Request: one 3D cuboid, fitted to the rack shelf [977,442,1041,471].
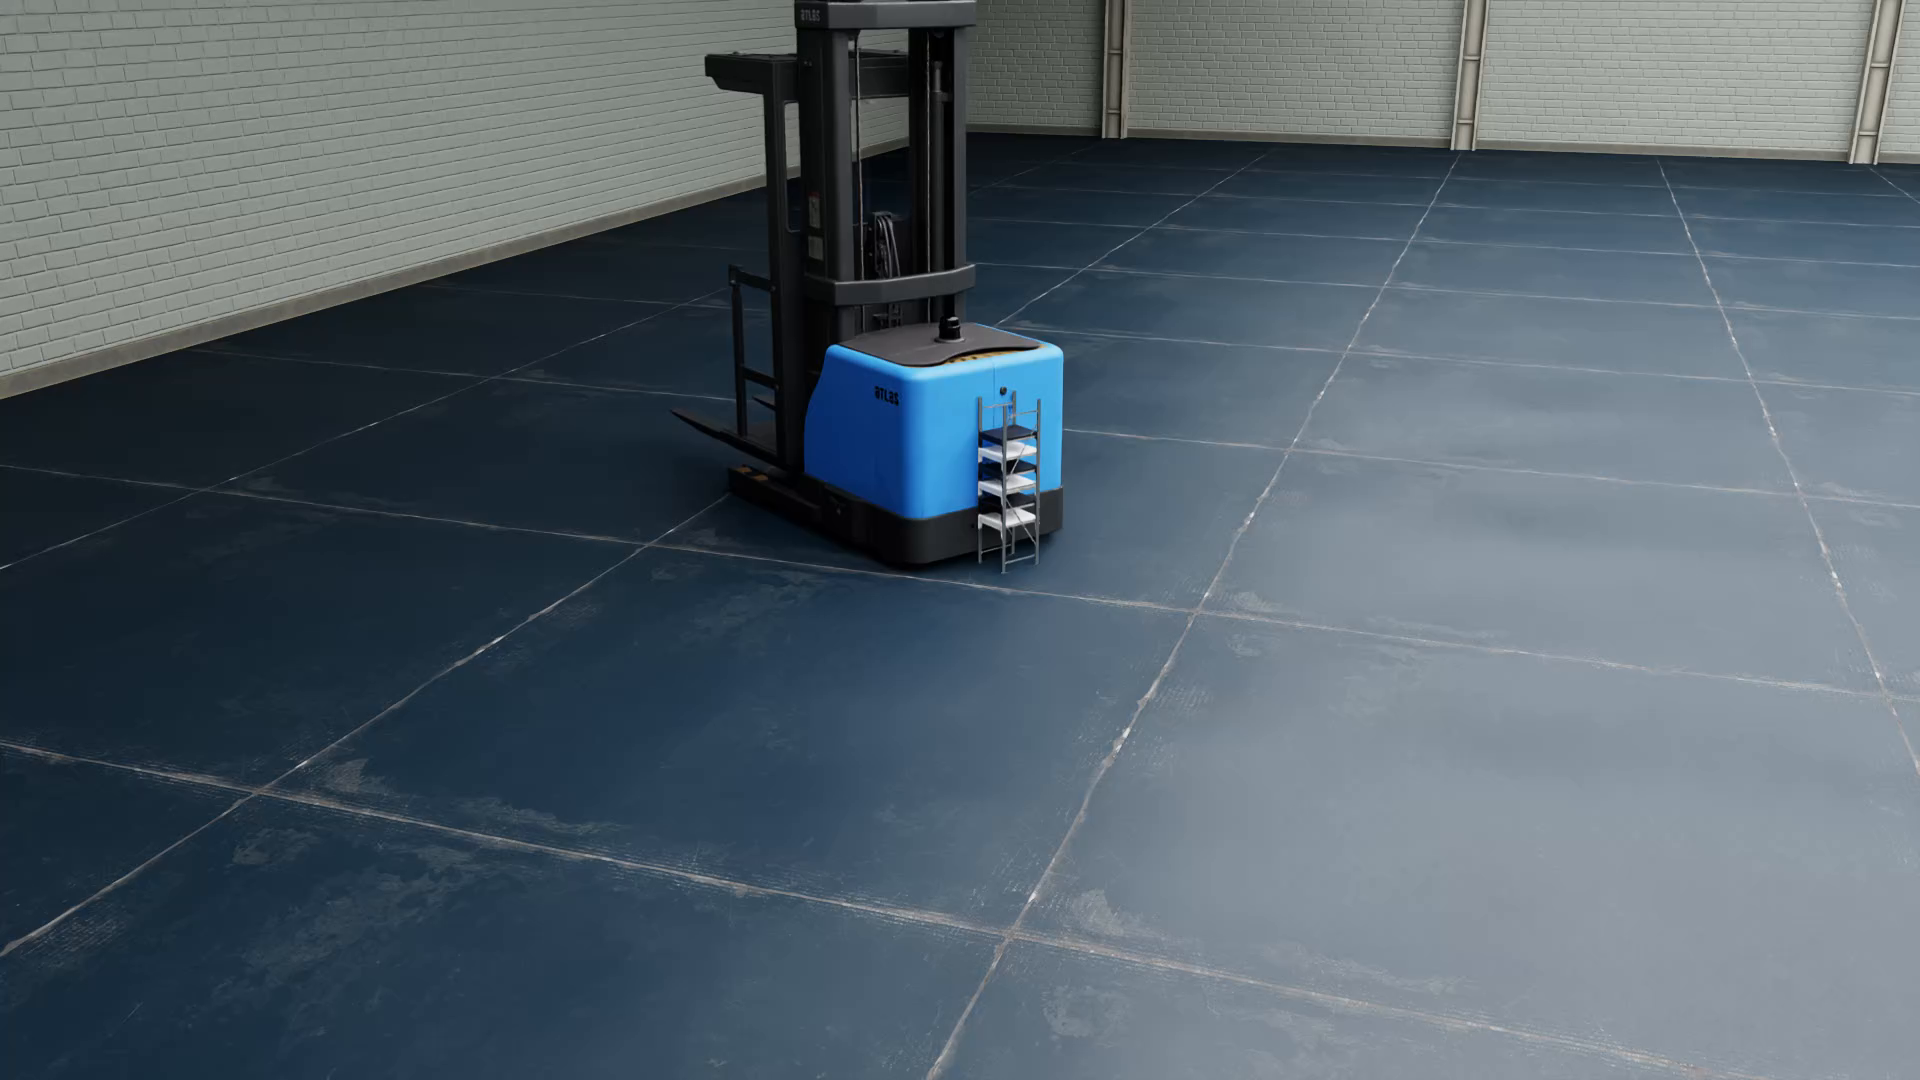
[{"bbox_3d":[0.252,-0.433,8.506,0.258,0.077,0.200,-14,23,-34],"label":"rack shelf"}]

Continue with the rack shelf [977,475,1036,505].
[{"bbox_3d":[0.252,-0.263,8.565,0.258,0.077,0.200,-14,23,-34],"label":"rack shelf"}]

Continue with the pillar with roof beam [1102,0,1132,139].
[{"bbox_3d":[1.347,-10.105,24.395,0.400,9.000,9.100,7,20,18],"label":"pillar with roof beam"}]

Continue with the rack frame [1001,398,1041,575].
[{"bbox_3d":[0.312,-0.268,8.477,0.240,0.900,0.006,-14,23,-34],"label":"rack frame"}]

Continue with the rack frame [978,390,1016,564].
[{"bbox_3d":[0.191,-0.322,8.632,0.240,0.900,0.006,-14,23,-34],"label":"rack frame"}]

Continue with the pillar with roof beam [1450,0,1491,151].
[{"bbox_3d":[7.015,-9.457,22.536,0.400,9.000,9.100,7,20,18],"label":"pillar with roof beam"}]

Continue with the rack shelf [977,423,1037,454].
[{"bbox_3d":[0.252,-0.518,8.476,0.258,0.077,0.200,-14,23,-34],"label":"rack shelf"}]

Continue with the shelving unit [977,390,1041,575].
[{"bbox_3d":[0.252,-0.295,8.554,0.258,0.900,0.210,-14,23,-34],"label":"shelving unit"}]

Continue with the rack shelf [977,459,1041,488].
[{"bbox_3d":[0.252,-0.348,8.536,0.258,0.077,0.200,-14,23,-34],"label":"rack shelf"}]

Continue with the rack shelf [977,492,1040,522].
[{"bbox_3d":[0.252,-0.178,8.595,0.258,0.077,0.200,-14,23,-34],"label":"rack shelf"}]

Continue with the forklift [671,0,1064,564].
[{"bbox_3d":[-0.716,-1.683,9.450,1.130,2.935,3.031,-14,23,-34],"label":"forklift"}]

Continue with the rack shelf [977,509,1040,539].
[{"bbox_3d":[0.252,-0.093,8.625,0.258,0.077,0.200,-14,23,-34],"label":"rack shelf"}]

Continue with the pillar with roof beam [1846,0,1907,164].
[{"bbox_3d":[12.683,-8.809,20.676,0.400,9.000,9.100,7,20,18],"label":"pillar with roof beam"}]
